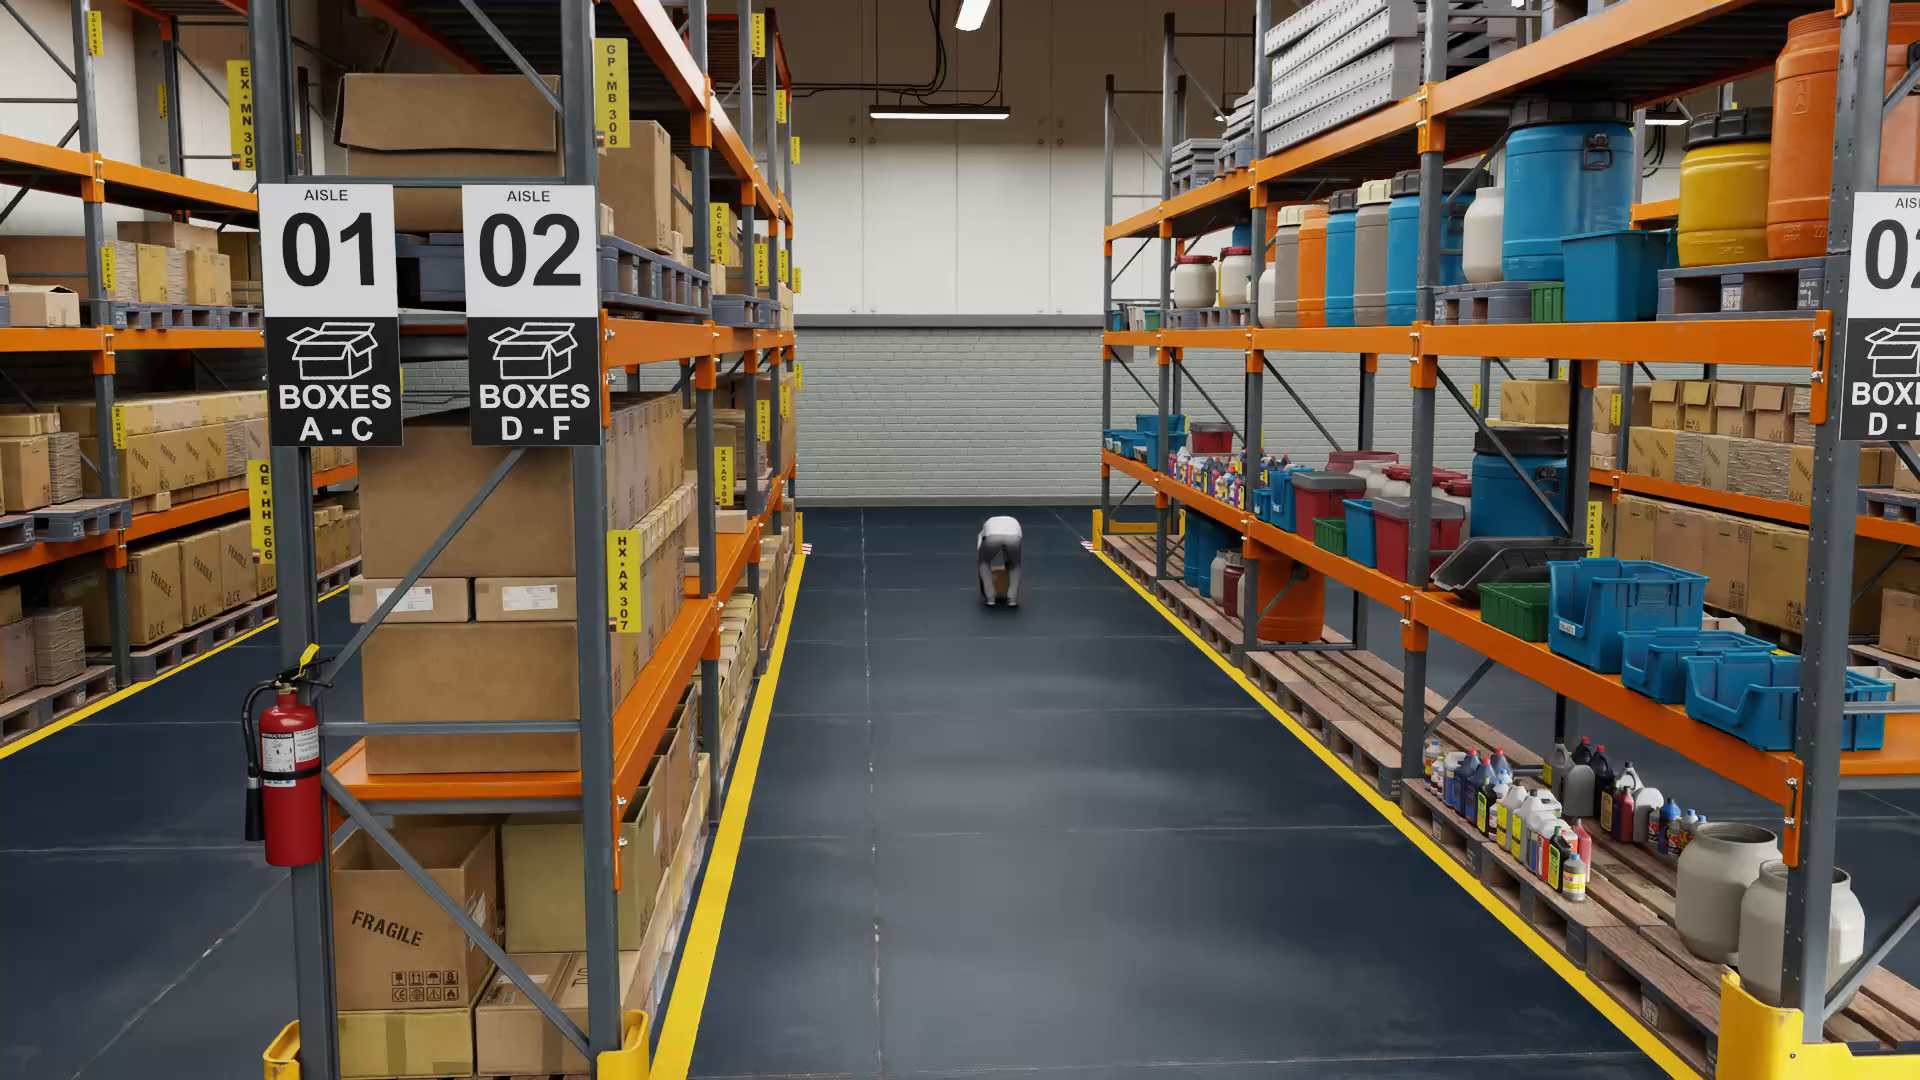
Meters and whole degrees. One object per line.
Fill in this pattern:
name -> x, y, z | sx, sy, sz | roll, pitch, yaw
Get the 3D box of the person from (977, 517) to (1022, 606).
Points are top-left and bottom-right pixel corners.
person -> 0.398, 0.198, 17.193 | 0.450, 0.922, 0.906 | -1, 7, -7
